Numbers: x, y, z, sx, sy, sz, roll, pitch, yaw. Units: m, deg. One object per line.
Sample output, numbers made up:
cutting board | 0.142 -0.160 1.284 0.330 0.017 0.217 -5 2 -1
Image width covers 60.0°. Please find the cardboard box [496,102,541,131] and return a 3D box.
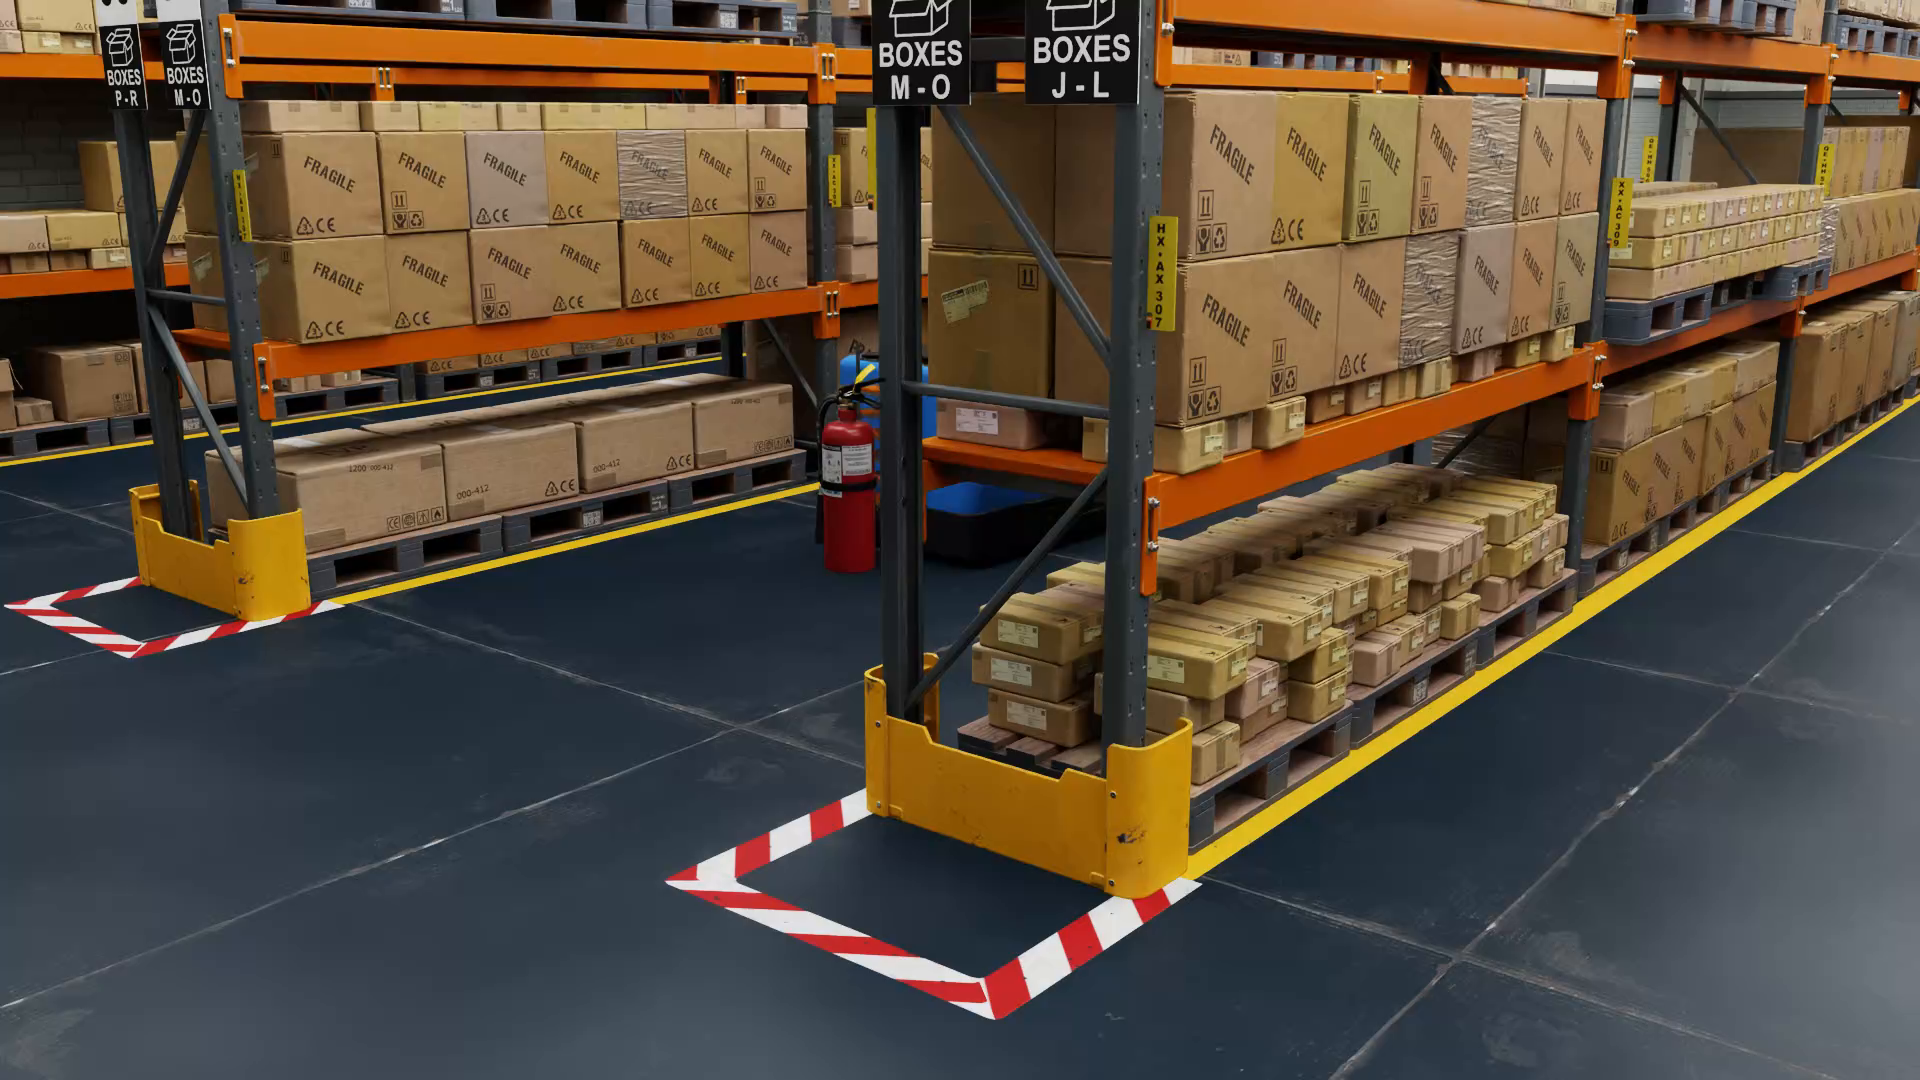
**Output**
cardboard box | -2.491 -2.297 9.023 0.380 0.149 0.250 11 18 38

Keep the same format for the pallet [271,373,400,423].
pallet | -5.538 -1.229 14.032 1.003 0.211 1.213 11 18 38

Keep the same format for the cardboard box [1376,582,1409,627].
cardboard box | 1.642 0.231 6.955 0.380 0.149 0.250 12 19 40

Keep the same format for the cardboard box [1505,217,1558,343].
cardboard box | 2.260 -1.155 7.270 0.500 0.500 0.500 11 18 36

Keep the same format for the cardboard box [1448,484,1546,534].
cardboard box | 2.520 -0.145 7.829 0.380 0.149 0.250 12 18 38

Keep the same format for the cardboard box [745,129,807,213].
cardboard box | -1.324 -2.344 10.526 0.500 0.500 0.500 11 18 37

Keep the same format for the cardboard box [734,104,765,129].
cardboard box | -1.439 -2.650 10.411 0.380 0.149 0.250 12 18 39

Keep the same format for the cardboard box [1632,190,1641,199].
cardboard box | 3.760 -1.976 9.760 0.380 0.149 0.250 11 18 37

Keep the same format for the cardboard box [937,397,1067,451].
cardboard box | 0.142 -0.416 5.680 0.380 0.149 0.250 11 18 38

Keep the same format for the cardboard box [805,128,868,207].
cardboard box | -0.742 -2.517 11.206 0.500 0.500 0.500 12 18 38

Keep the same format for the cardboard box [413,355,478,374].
cardboard box | -4.626 -1.762 14.690 0.500 0.500 0.500 12 19 40

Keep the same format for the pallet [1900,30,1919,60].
pallet | 7.161 -3.908 13.210 0.805 0.209 1.217 10 18 35

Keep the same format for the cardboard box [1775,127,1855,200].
cardboard box | 6.113 -2.777 12.229 0.700 0.500 0.500 11 18 37

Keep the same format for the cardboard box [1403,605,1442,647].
cardboard box | 1.823 0.346 7.106 0.380 0.149 0.250 12 18 39

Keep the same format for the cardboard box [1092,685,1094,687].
cardboard box | 0.409 0.548 6.309 0.380 0.149 0.250 12 19 39

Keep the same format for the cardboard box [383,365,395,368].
cardboard box | -5.027 -1.844 15.012 0.500 0.500 0.500 11 18 37

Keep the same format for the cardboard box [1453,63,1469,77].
cardboard box | 5.362 -5.162 18.269 0.380 0.149 0.250 11 18 37

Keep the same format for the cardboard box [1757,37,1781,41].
cardboard box | 4.402 -3.125 9.535 0.500 0.500 0.500 11 18 38

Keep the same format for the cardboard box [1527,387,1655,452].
cardboard box | 3.341 -0.654 8.806 0.500 0.250 0.500 10 18 35

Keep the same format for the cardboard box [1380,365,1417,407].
cardboard box | 1.557 -0.628 6.513 0.380 0.149 0.250 12 19 40

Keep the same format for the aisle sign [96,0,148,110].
aisle sign | -4.043 -2.473 7.984 0.394 0.787 0.004 11 18 38

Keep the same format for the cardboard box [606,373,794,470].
cardboard box | -1.721 -0.803 11.041 0.875 0.438 0.875 11 18 37

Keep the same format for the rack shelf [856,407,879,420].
rack shelf | -0.406 -0.657 8.979 0.258 0.103 0.180 12 19 40

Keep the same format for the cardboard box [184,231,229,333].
cardboard box | -3.659 -1.360 8.682 0.500 0.500 0.500 11 18 38

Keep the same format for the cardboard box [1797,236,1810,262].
cardboard box | 5.075 -1.833 10.403 0.380 0.149 0.250 11 18 37

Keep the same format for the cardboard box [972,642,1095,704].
cardboard box | 0.267 0.457 6.065 0.380 0.149 0.250 11 18 36

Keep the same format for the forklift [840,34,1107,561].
forklift | 0.657 -1.605 9.989 1.130 2.935 3.031 12 19 40

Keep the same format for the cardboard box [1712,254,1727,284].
cardboard box | 3.925 -1.482 9.021 0.380 0.149 0.250 10 18 35

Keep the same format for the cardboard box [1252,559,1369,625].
cardboard box | 1.362 0.198 6.478 0.380 0.149 0.250 12 19 40

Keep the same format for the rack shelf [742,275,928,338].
rack shelf | 0.015 -1.979 12.782 1.077 0.370 4.000 11 18 38

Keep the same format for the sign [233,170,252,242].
sign | -3.329 -1.549 7.711 0.100 0.325 0.005 11 18 38

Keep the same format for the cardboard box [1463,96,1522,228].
cardboard box | 1.933 -1.548 6.785 0.500 0.500 0.500 12 18 39

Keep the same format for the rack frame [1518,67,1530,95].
rack frame | 6.300 -4.243 20.232 1.000 3.000 0.127 11 18 38

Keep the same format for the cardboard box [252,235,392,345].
cardboard box | -3.231 -1.274 8.344 0.500 0.500 0.500 11 18 37

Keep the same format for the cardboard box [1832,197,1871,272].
cardboard box | 6.312 -2.251 12.188 0.500 0.500 0.500 11 18 37

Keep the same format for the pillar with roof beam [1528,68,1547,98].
pillar with roof beam | 15.960 -10.705 33.485 9.100 9.000 0.400 11 18 38

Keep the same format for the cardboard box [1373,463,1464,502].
cardboard box | 2.294 -0.274 8.339 0.380 0.149 0.250 12 19 40

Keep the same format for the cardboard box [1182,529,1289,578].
cardboard box | 1.149 0.076 6.961 0.380 0.149 0.250 11 18 36

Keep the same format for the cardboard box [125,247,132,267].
cardboard box | -6.202 -2.137 12.454 0.380 0.149 0.250 12 18 39

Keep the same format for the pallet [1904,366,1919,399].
pallet | 8.238 -1.512 15.146 1.003 0.211 1.213 11 18 38

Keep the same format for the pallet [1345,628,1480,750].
pallet | 1.510 0.522 7.138 1.003 0.211 1.213 11 18 38

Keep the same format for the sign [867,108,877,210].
sign | -0.262 -1.236 5.402 0.100 0.325 0.005 11 18 38

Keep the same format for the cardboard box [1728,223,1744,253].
cardboard box | 4.097 -1.680 9.198 0.380 0.149 0.250 11 18 37

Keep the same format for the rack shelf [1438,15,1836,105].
rack shelf | 3.928 -2.686 9.473 1.077 0.370 4.000 11 18 38

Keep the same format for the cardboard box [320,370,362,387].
cardboard box | -5.227 -1.382 13.907 0.380 0.149 0.250 11 18 36

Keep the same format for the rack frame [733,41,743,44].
rack frame | -2.592 -6.386 16.483 1.000 3.000 0.127 11 18 38

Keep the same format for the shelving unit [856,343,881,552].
shelving unit | -0.406 -0.468 9.027 0.258 1.200 0.189 12 19 40

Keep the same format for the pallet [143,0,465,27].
pallet | -3.298 -2.733 8.377 1.003 0.211 1.213 11 18 38

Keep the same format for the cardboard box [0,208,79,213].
cardboard box | -6.897 -2.339 12.439 0.500 0.250 0.500 12 19 39

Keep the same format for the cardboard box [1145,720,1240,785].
cardboard box | 0.735 0.696 5.730 0.380 0.149 0.250 12 18 39

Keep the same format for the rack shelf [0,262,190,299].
rack shelf | -6.363 -1.980 12.787 1.077 0.370 4.000 11 18 38

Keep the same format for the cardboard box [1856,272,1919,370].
cardboard box | 8.149 -2.013 14.918 0.875 0.875 0.875 12 18 38

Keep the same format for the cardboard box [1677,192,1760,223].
cardboard box | 4.255 -1.872 9.350 0.380 0.149 0.250 12 19 39

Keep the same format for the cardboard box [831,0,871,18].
cardboard box | -0.656 -3.578 10.945 0.396 0.266 0.258 11 18 37

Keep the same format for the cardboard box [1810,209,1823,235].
cardboard box | 5.229 -2.025 10.554 0.380 0.149 0.250 12 18 39

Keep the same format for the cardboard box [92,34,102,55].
cardboard box | -6.199 -3.582 12.047 0.380 0.149 0.250 11 18 38

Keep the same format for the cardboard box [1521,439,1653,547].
cardboard box | 3.342 -0.290 8.898 0.500 0.500 0.500 12 19 40
